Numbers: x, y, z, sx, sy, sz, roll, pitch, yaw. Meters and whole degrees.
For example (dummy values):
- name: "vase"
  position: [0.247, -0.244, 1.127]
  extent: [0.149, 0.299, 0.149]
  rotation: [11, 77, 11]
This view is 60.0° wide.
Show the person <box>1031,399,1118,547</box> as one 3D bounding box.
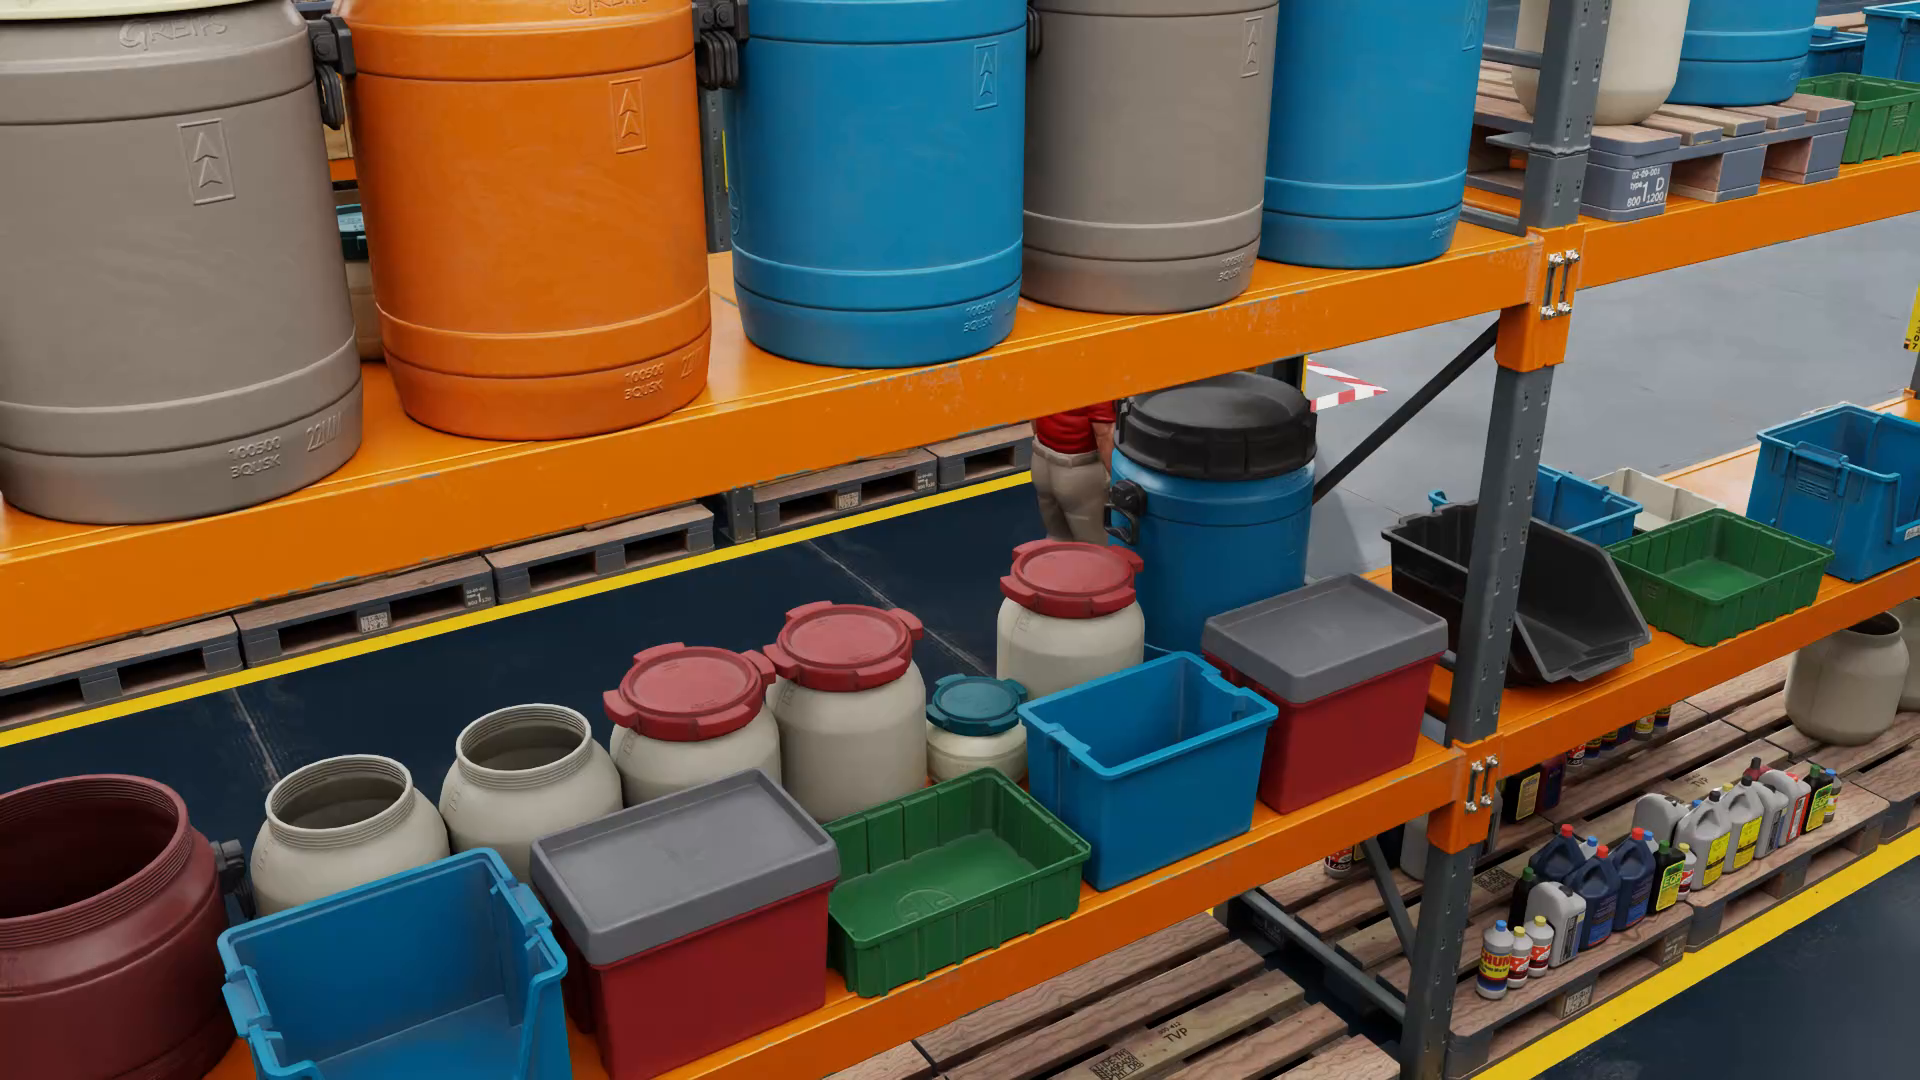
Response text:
- name: "person"
  position: [0.557, -0.319, 7.810]
  extent: [0.385, 1.727, 0.591]
  rotation: [-16, 29, -31]
